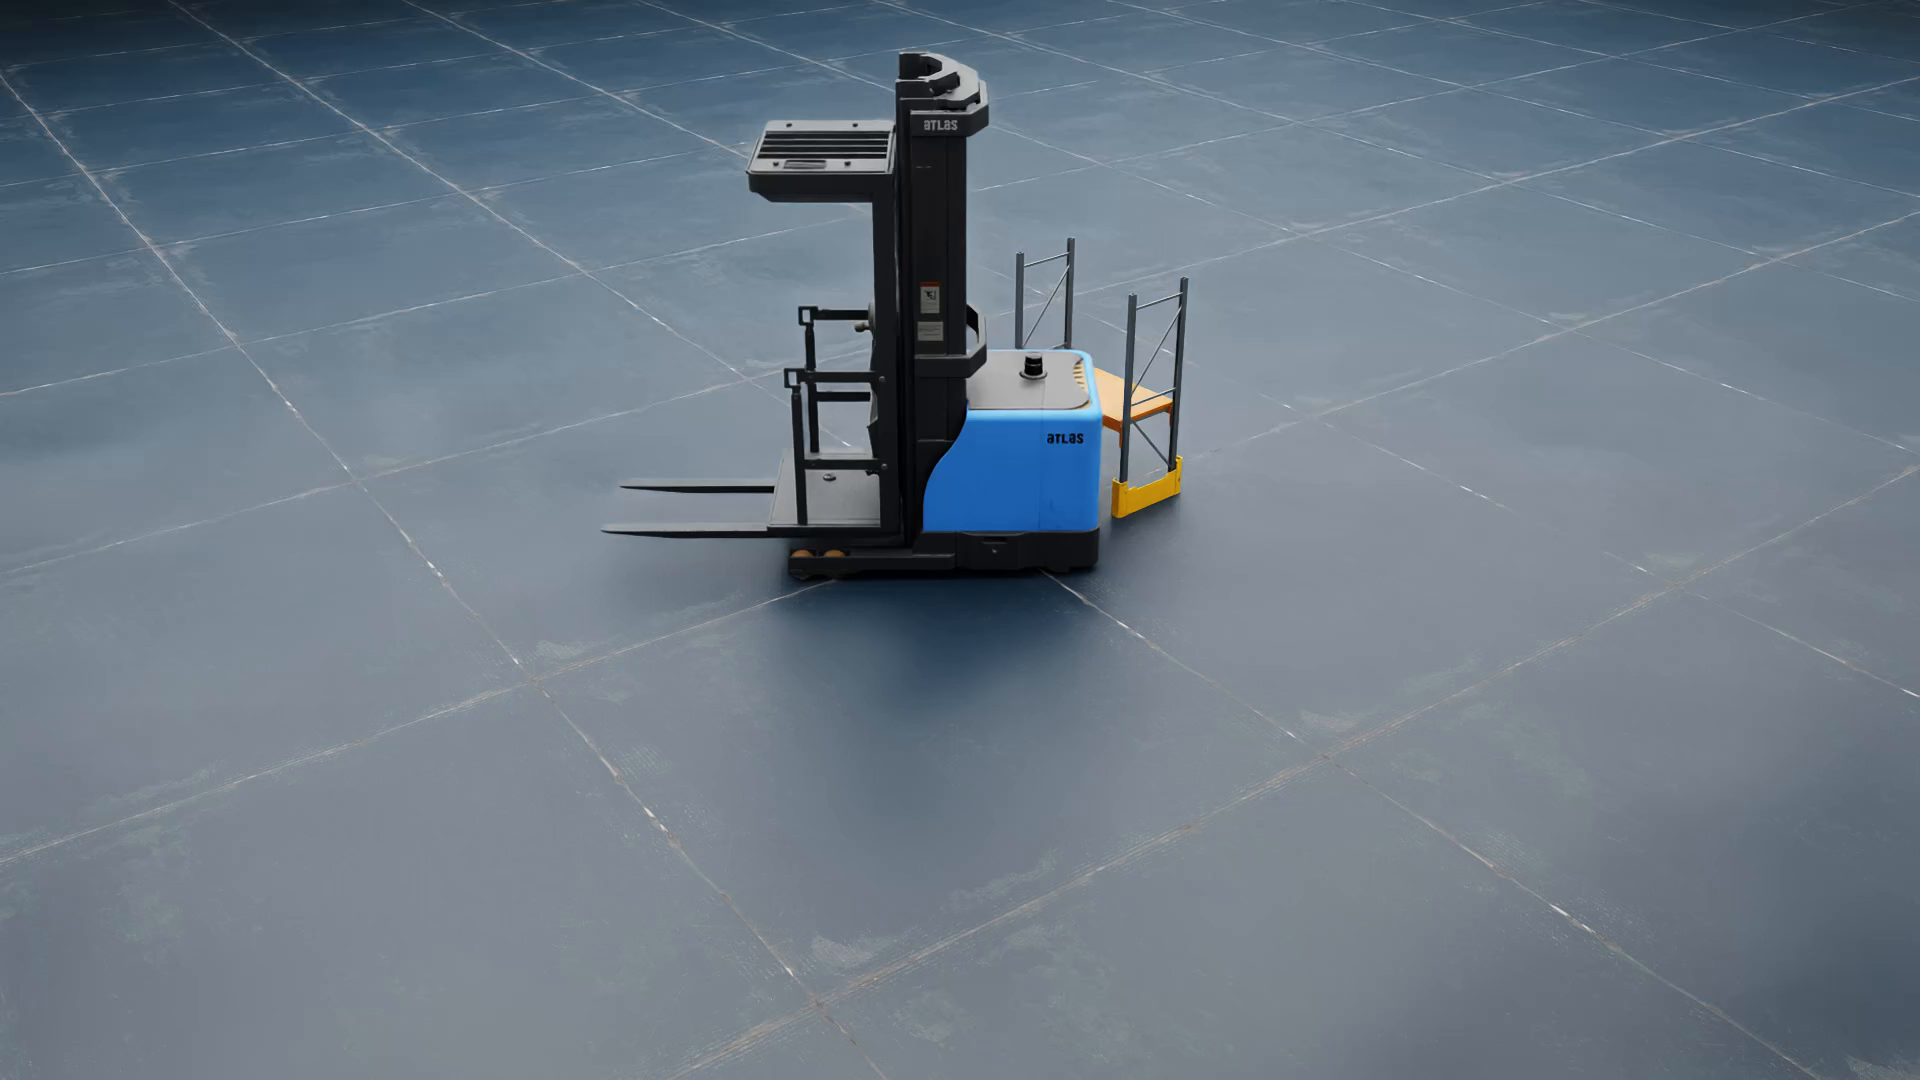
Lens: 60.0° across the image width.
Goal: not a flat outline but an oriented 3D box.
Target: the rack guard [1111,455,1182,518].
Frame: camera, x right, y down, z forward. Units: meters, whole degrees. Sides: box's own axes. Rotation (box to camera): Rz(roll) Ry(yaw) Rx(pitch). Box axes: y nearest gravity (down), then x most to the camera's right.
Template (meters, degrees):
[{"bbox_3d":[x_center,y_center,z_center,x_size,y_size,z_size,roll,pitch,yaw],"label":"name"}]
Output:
[{"bbox_3d":[1.221,-0.353,10.865,0.587,0.250,0.087,-22,35,-35],"label":"rack guard"}]

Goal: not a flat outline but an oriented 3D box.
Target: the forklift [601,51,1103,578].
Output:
[{"bbox_3d":[-0.674,-1.310,9.818,3.031,2.935,1.130,0,29,0],"label":"forklift"}]

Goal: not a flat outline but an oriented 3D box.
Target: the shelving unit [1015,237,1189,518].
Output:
[{"bbox_3d":[0.899,-1.083,10.900,0.587,1.500,1.083,-22,35,-35],"label":"shelving unit"}]

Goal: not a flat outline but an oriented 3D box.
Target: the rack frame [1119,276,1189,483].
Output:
[{"bbox_3d":[1.222,-0.902,10.566,0.500,1.500,0.032,-22,35,-35],"label":"rack frame"}]

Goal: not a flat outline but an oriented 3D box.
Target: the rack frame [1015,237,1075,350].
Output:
[{"bbox_3d":[0.563,-1.271,11.246,0.500,1.500,0.032,-22,35,-35],"label":"rack frame"}]

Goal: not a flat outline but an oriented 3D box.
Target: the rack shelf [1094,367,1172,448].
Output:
[{"bbox_3d":[0.893,-0.929,10.992,0.538,0.185,1.000,-22,35,-35],"label":"rack shelf"}]
